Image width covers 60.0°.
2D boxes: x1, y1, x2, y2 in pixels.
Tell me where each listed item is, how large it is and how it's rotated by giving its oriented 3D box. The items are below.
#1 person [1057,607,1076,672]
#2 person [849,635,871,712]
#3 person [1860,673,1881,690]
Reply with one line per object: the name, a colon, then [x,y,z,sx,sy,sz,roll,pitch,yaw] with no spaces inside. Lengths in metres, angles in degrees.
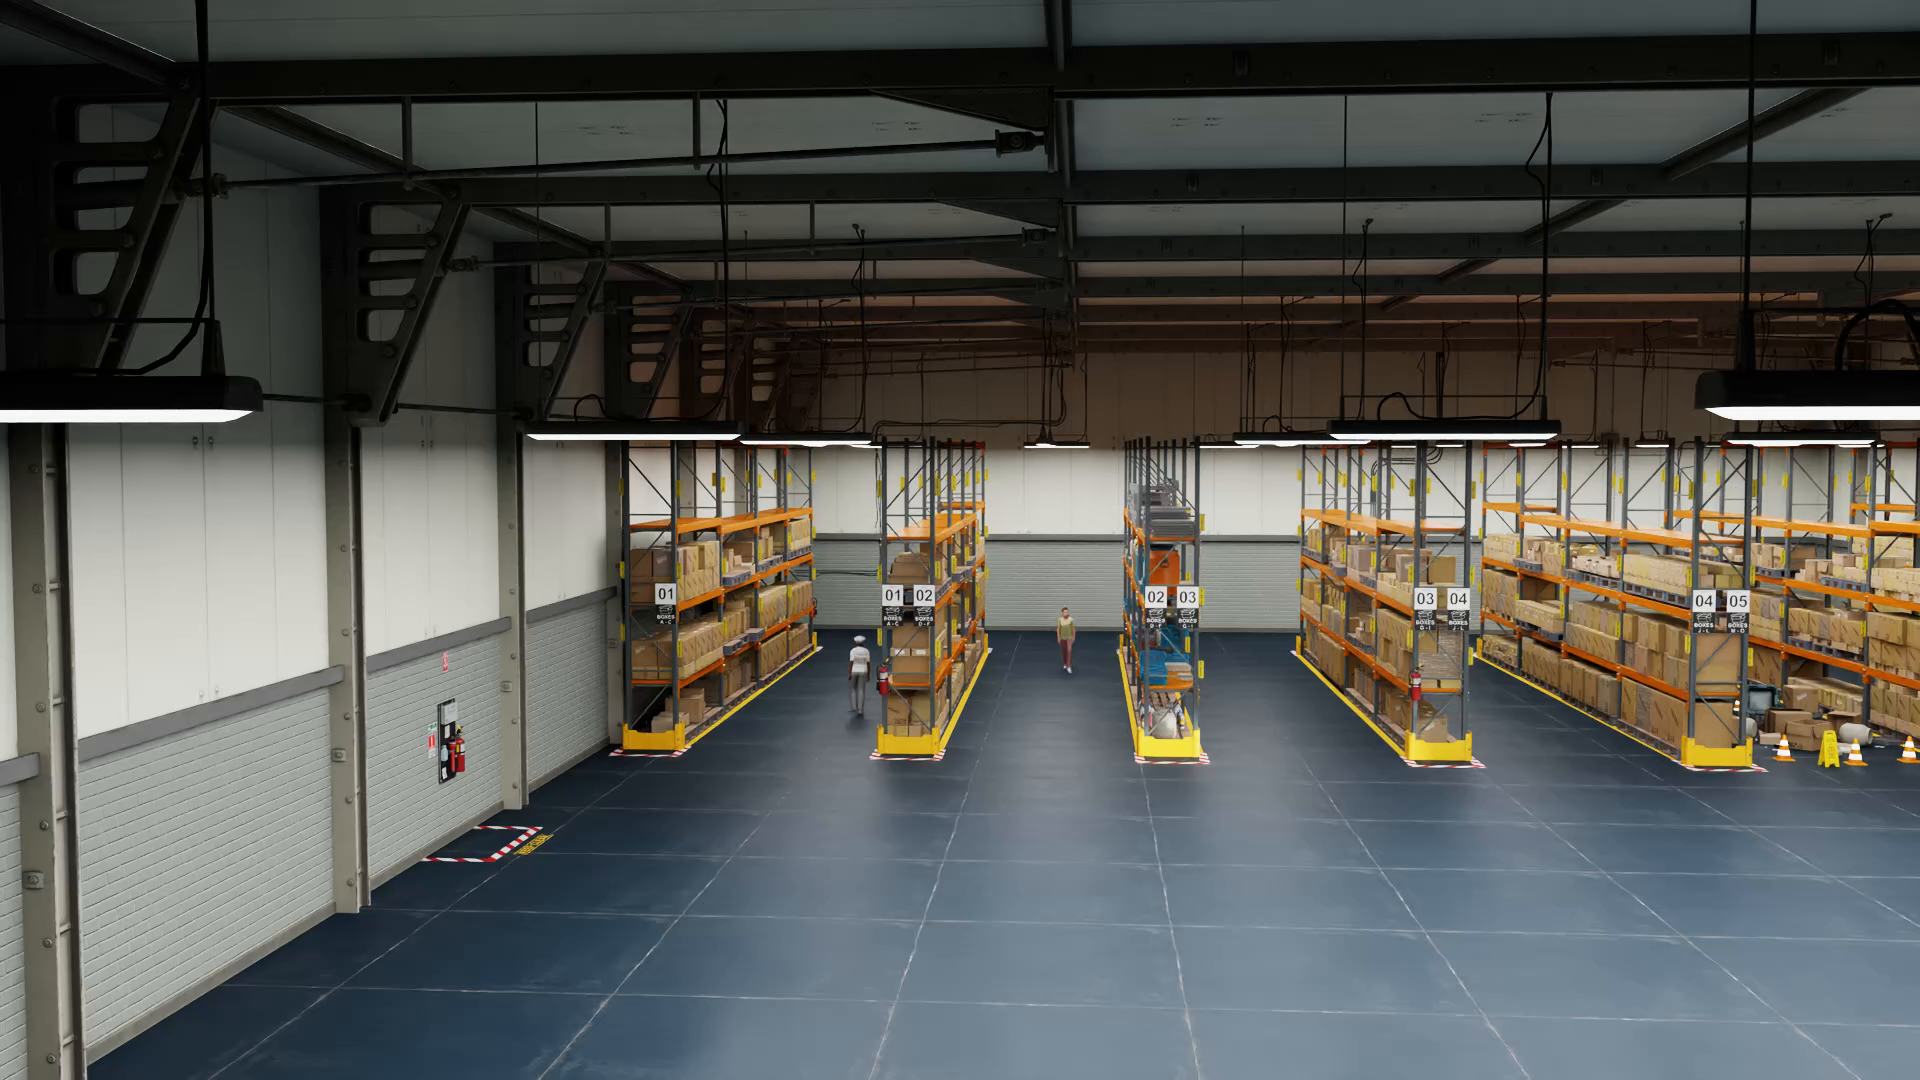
person: [2.741,2.569,43.234,0.461,1.633,0.905,1,3,14]
person: [-2.199,2.961,36.401,0.484,1.724,0.656,0,3,-5]
person: [21.618,2.746,39.358,0.530,1.817,0.556,0,3,-5]
